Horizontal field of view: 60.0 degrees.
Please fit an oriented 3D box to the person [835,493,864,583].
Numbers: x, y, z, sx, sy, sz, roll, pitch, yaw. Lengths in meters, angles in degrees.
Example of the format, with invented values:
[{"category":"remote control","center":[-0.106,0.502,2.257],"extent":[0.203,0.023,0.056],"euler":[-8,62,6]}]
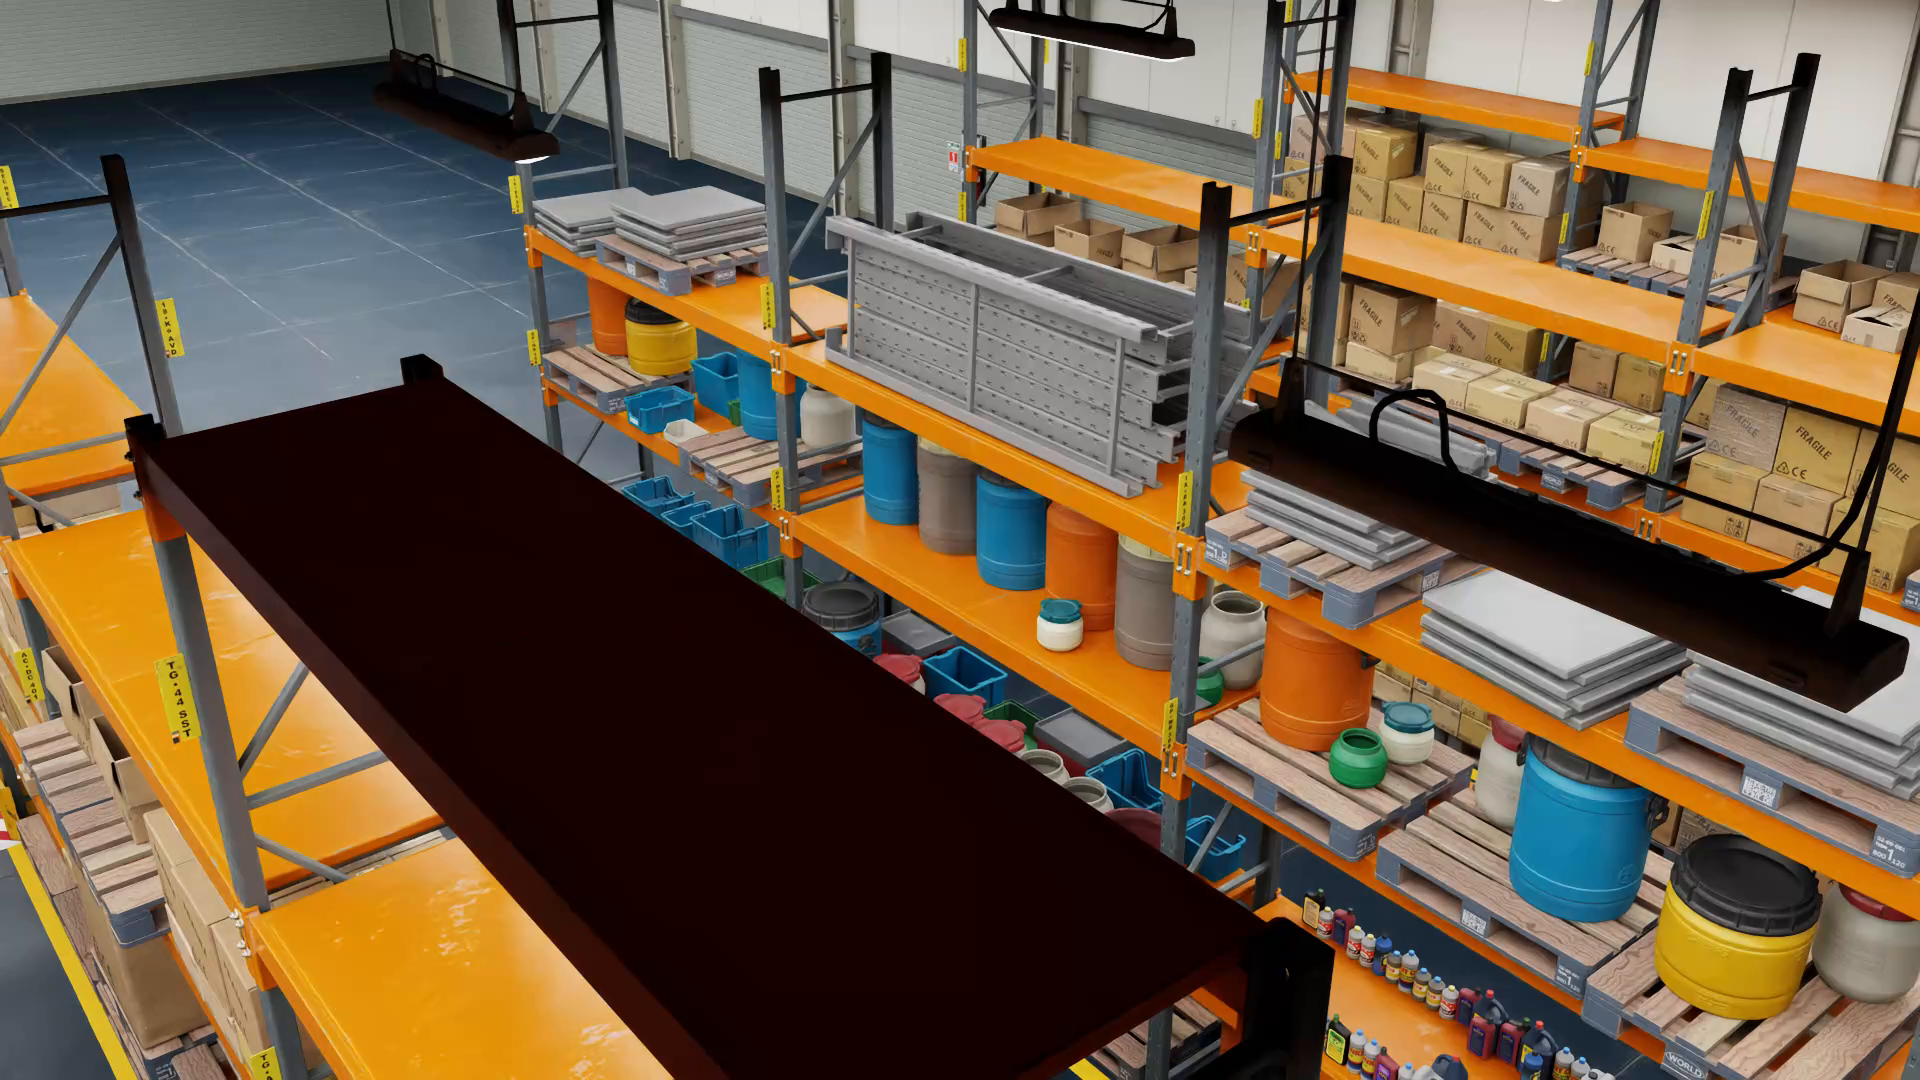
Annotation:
[{"category":"person","center":[-1.050,-0.287,17.040],"extent":[0.464,1.546,0.956],"euler":[7,27,14]}]
